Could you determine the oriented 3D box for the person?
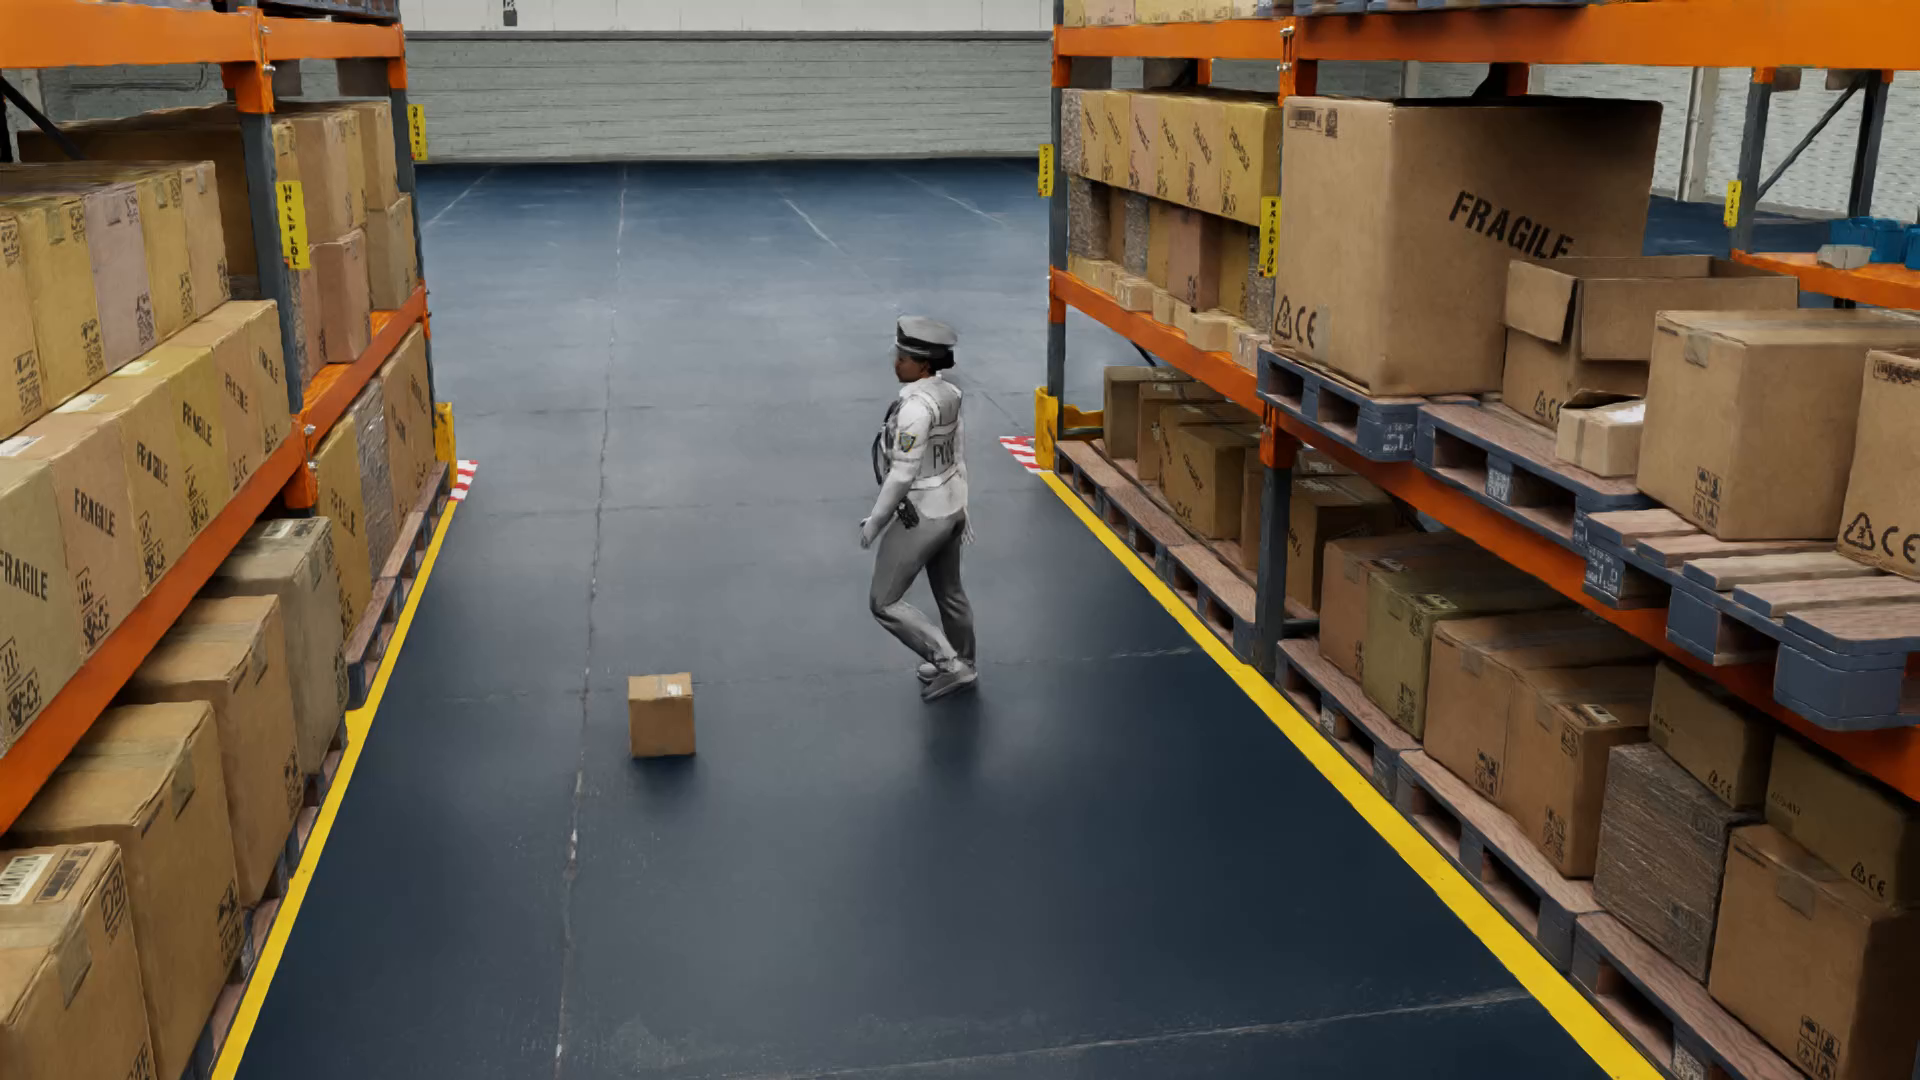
[{"bbox_3d":[-0.135,-0.142,6.872,0.475,1.583,0.540,5,17,17],"label":"person"}]
